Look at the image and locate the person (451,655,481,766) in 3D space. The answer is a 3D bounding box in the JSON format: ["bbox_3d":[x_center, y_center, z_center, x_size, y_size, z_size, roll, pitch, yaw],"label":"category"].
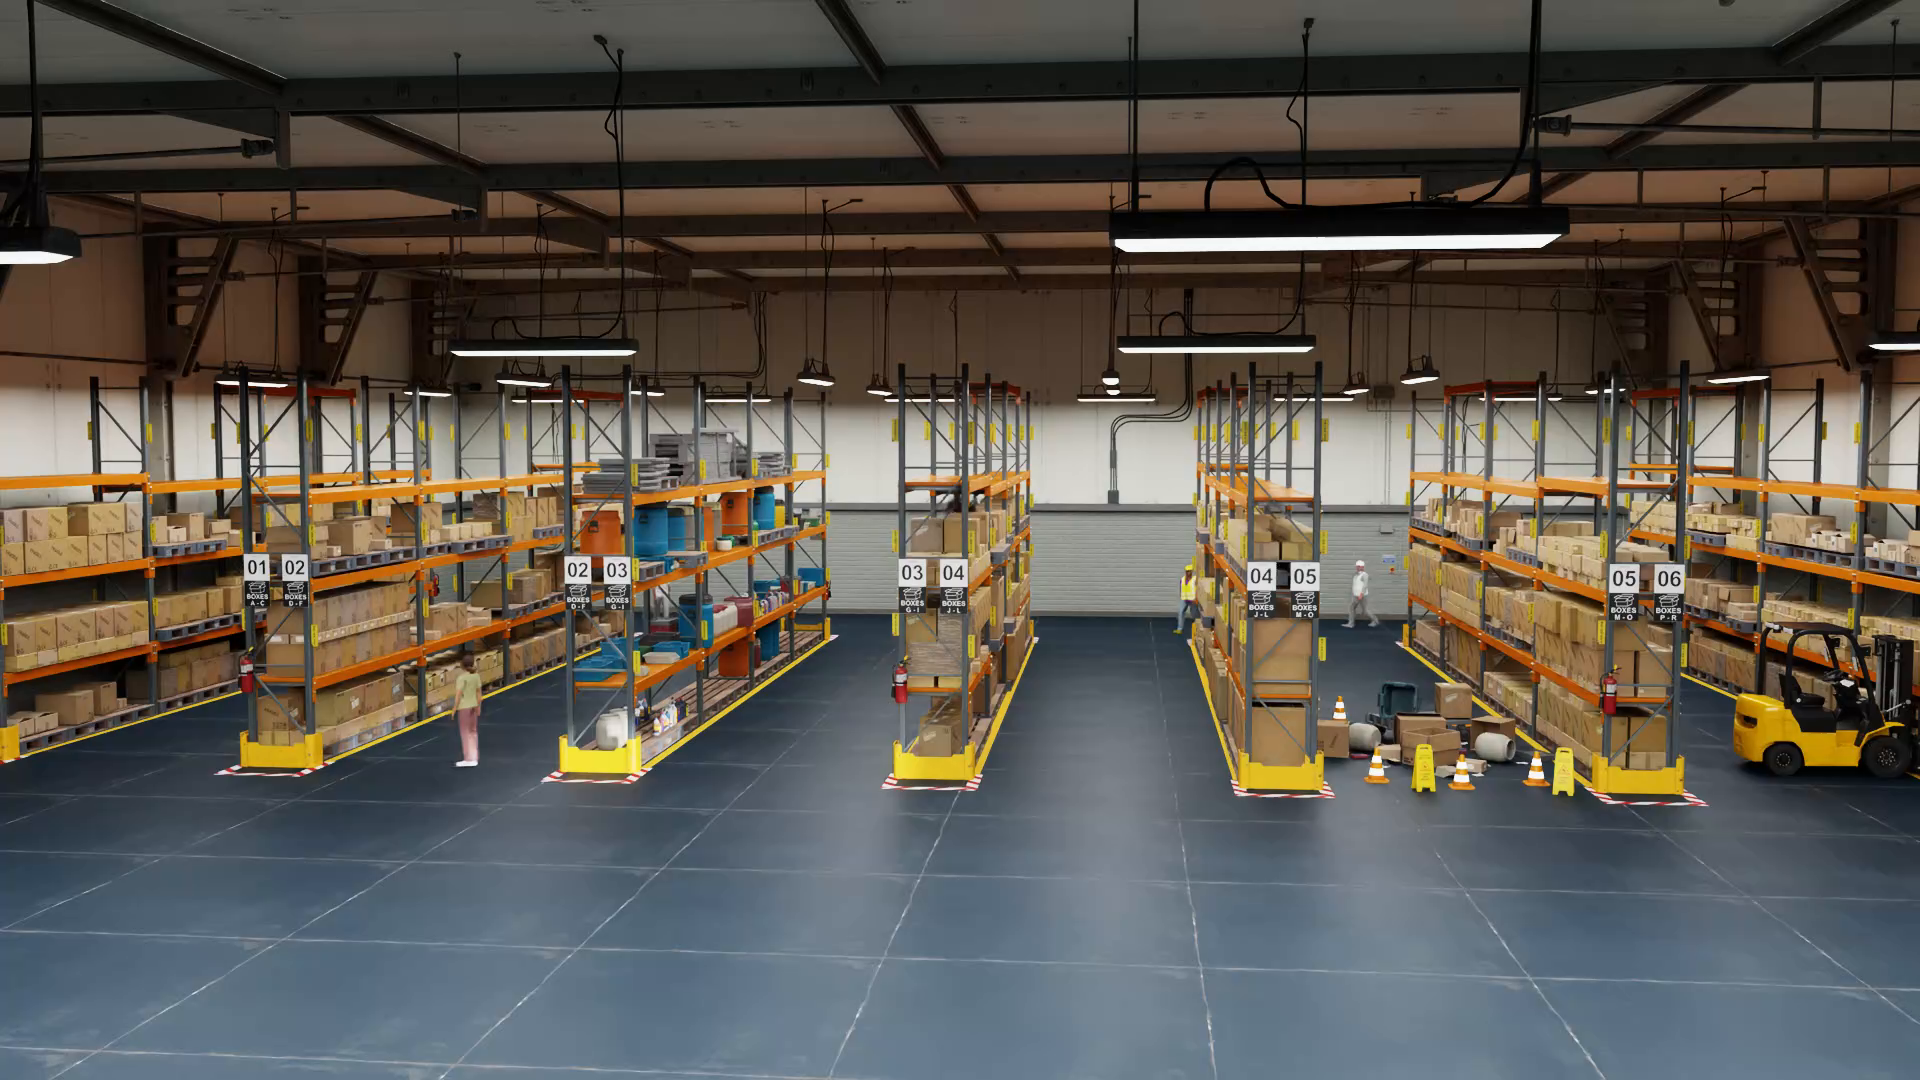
[{"bbox_3d":[-7.405,2.571,24.975,0.352,1.695,0.495,2,4,23],"label":"person"}]

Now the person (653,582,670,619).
[{"bbox_3d":[-7.640,1.450,42.571,0.474,1.640,0.927,-1,4,-18],"label":"person"}]

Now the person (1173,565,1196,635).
[{"bbox_3d":[5.674,1.493,41.375,0.606,1.725,1.060,2,4,34],"label":"person"}]

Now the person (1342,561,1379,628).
[{"bbox_3d":[10.268,1.401,42.651,0.912,1.741,0.652,0,4,-7],"label":"person"}]
